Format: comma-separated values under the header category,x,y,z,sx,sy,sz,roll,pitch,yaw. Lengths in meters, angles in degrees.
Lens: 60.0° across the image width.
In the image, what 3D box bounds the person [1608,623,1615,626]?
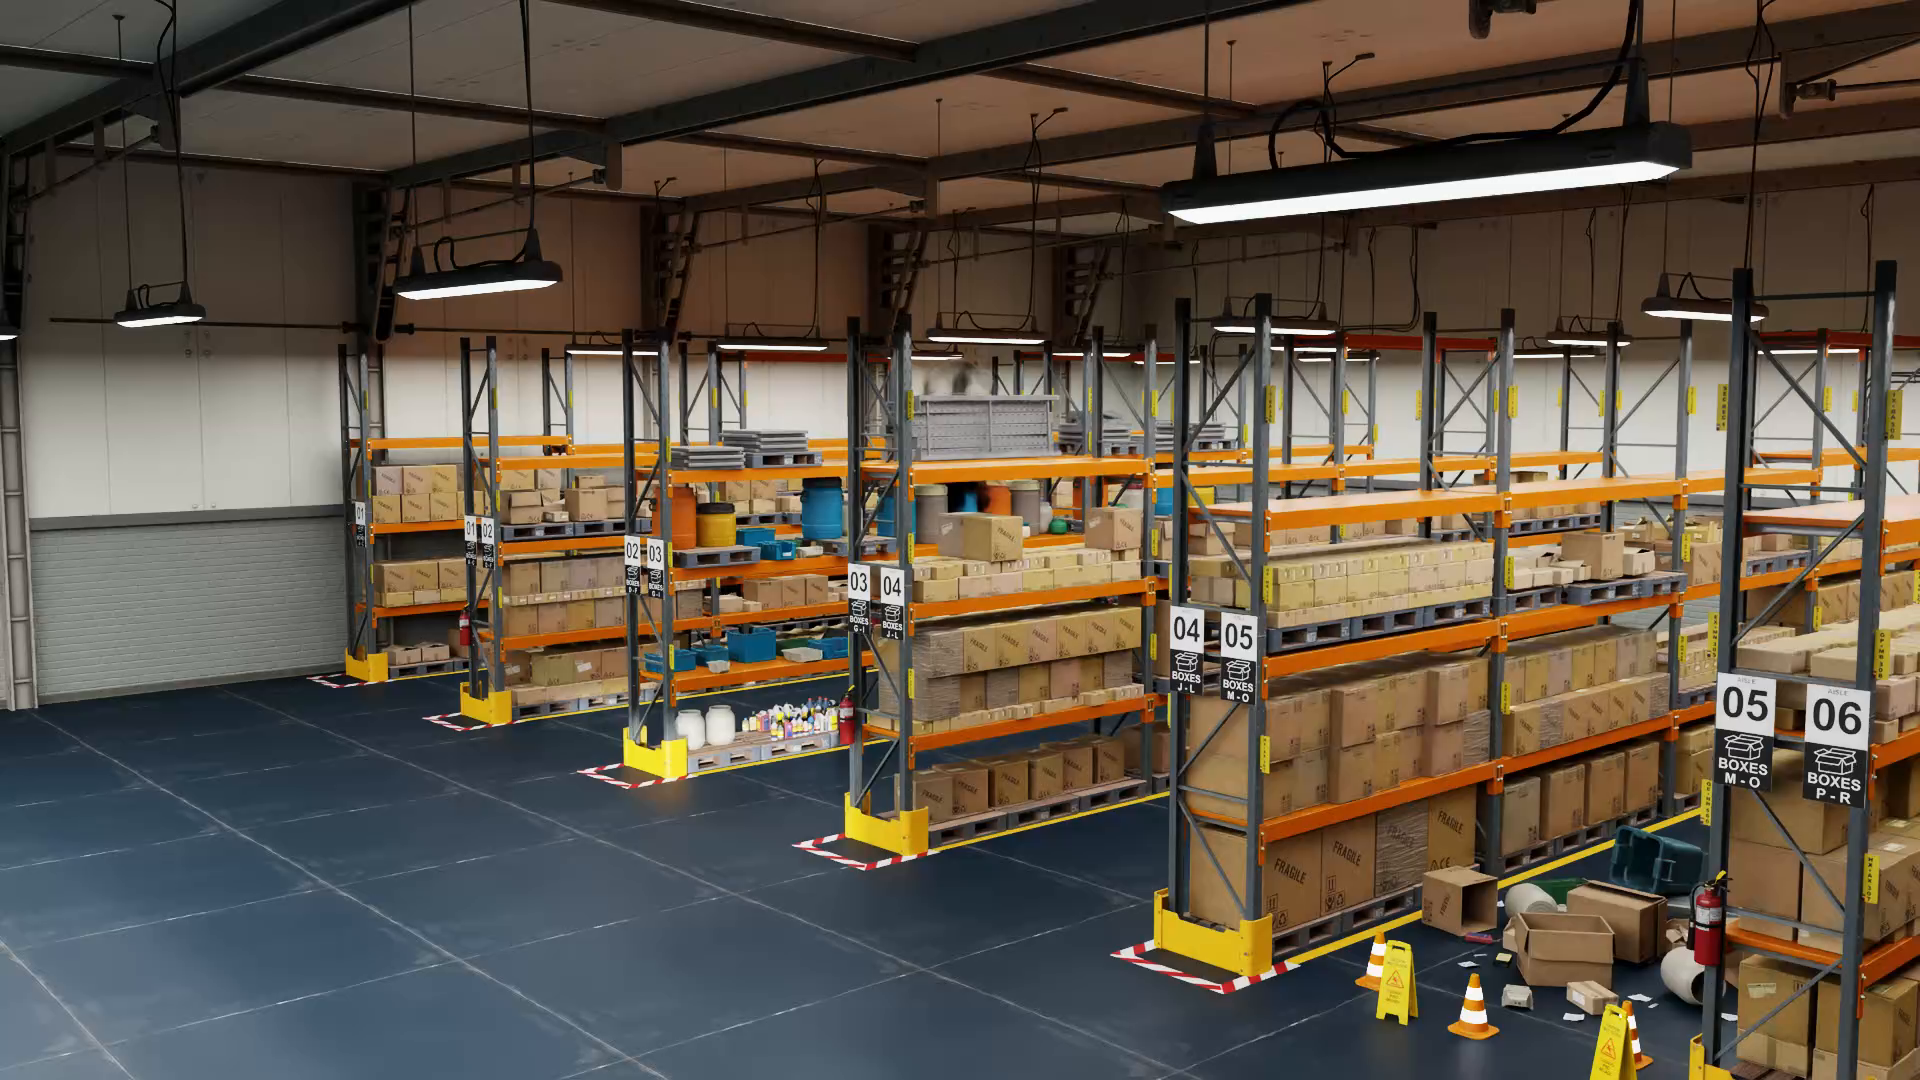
category,x,y,z,sx,sy,sz,roll,pitch,yaw
person,10.617,2.051,26.635,1.007,1.527,0.568,-3,6,-33
